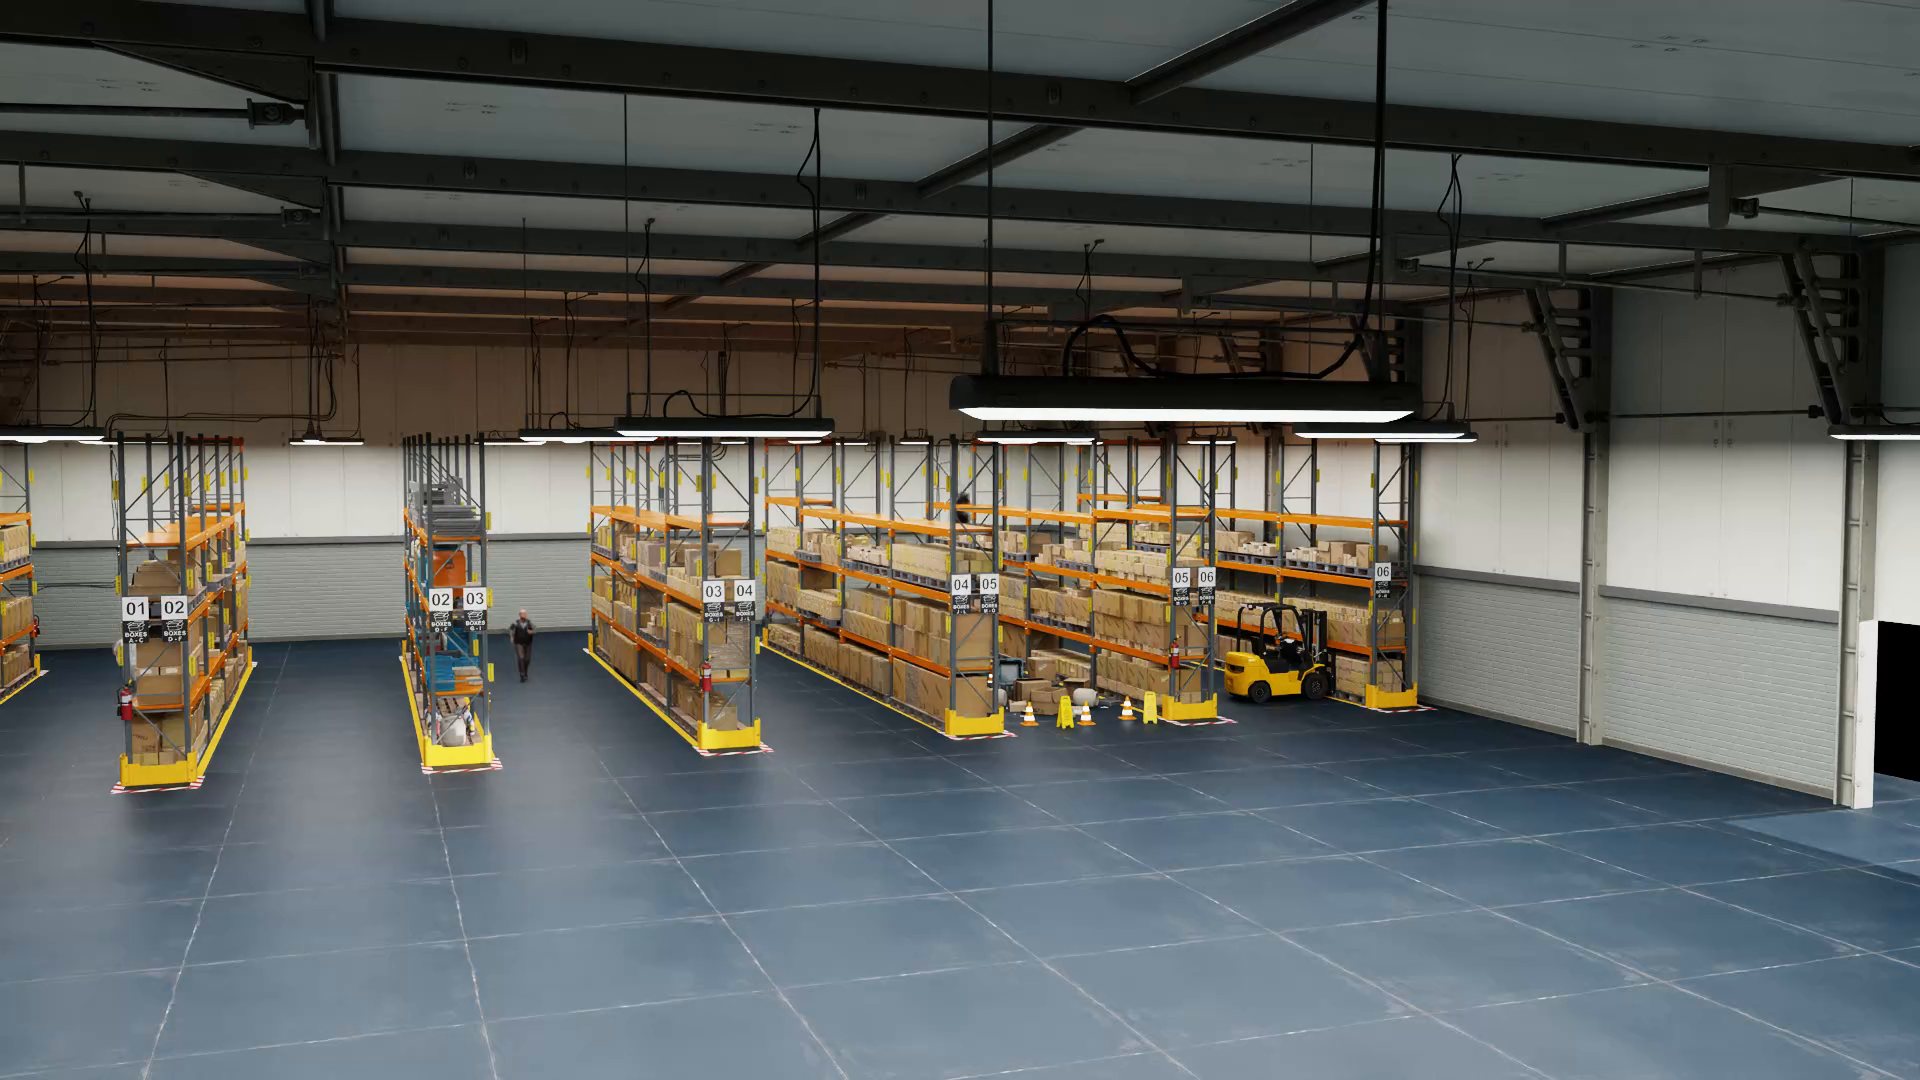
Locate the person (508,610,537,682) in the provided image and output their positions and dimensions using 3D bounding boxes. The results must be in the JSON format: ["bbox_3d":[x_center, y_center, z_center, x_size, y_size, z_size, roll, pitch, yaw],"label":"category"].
[{"bbox_3d":[-10.718,2.576,40.819,0.641,1.728,0.940,-2,4,-26],"label":"person"}]

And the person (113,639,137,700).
[{"bbox_3d":[-18.432,2.791,36.933,0.682,1.752,0.627,-1,3,-23],"label":"person"}]

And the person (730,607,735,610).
[{"bbox_3d":[-6.205,2.394,45.874,0.594,1.604,0.545,-1,3,-12],"label":"person"}]

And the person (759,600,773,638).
[{"bbox_3d":[-5.764,2.203,49.690,0.642,1.567,0.665,0,3,-1],"label":"person"}]
